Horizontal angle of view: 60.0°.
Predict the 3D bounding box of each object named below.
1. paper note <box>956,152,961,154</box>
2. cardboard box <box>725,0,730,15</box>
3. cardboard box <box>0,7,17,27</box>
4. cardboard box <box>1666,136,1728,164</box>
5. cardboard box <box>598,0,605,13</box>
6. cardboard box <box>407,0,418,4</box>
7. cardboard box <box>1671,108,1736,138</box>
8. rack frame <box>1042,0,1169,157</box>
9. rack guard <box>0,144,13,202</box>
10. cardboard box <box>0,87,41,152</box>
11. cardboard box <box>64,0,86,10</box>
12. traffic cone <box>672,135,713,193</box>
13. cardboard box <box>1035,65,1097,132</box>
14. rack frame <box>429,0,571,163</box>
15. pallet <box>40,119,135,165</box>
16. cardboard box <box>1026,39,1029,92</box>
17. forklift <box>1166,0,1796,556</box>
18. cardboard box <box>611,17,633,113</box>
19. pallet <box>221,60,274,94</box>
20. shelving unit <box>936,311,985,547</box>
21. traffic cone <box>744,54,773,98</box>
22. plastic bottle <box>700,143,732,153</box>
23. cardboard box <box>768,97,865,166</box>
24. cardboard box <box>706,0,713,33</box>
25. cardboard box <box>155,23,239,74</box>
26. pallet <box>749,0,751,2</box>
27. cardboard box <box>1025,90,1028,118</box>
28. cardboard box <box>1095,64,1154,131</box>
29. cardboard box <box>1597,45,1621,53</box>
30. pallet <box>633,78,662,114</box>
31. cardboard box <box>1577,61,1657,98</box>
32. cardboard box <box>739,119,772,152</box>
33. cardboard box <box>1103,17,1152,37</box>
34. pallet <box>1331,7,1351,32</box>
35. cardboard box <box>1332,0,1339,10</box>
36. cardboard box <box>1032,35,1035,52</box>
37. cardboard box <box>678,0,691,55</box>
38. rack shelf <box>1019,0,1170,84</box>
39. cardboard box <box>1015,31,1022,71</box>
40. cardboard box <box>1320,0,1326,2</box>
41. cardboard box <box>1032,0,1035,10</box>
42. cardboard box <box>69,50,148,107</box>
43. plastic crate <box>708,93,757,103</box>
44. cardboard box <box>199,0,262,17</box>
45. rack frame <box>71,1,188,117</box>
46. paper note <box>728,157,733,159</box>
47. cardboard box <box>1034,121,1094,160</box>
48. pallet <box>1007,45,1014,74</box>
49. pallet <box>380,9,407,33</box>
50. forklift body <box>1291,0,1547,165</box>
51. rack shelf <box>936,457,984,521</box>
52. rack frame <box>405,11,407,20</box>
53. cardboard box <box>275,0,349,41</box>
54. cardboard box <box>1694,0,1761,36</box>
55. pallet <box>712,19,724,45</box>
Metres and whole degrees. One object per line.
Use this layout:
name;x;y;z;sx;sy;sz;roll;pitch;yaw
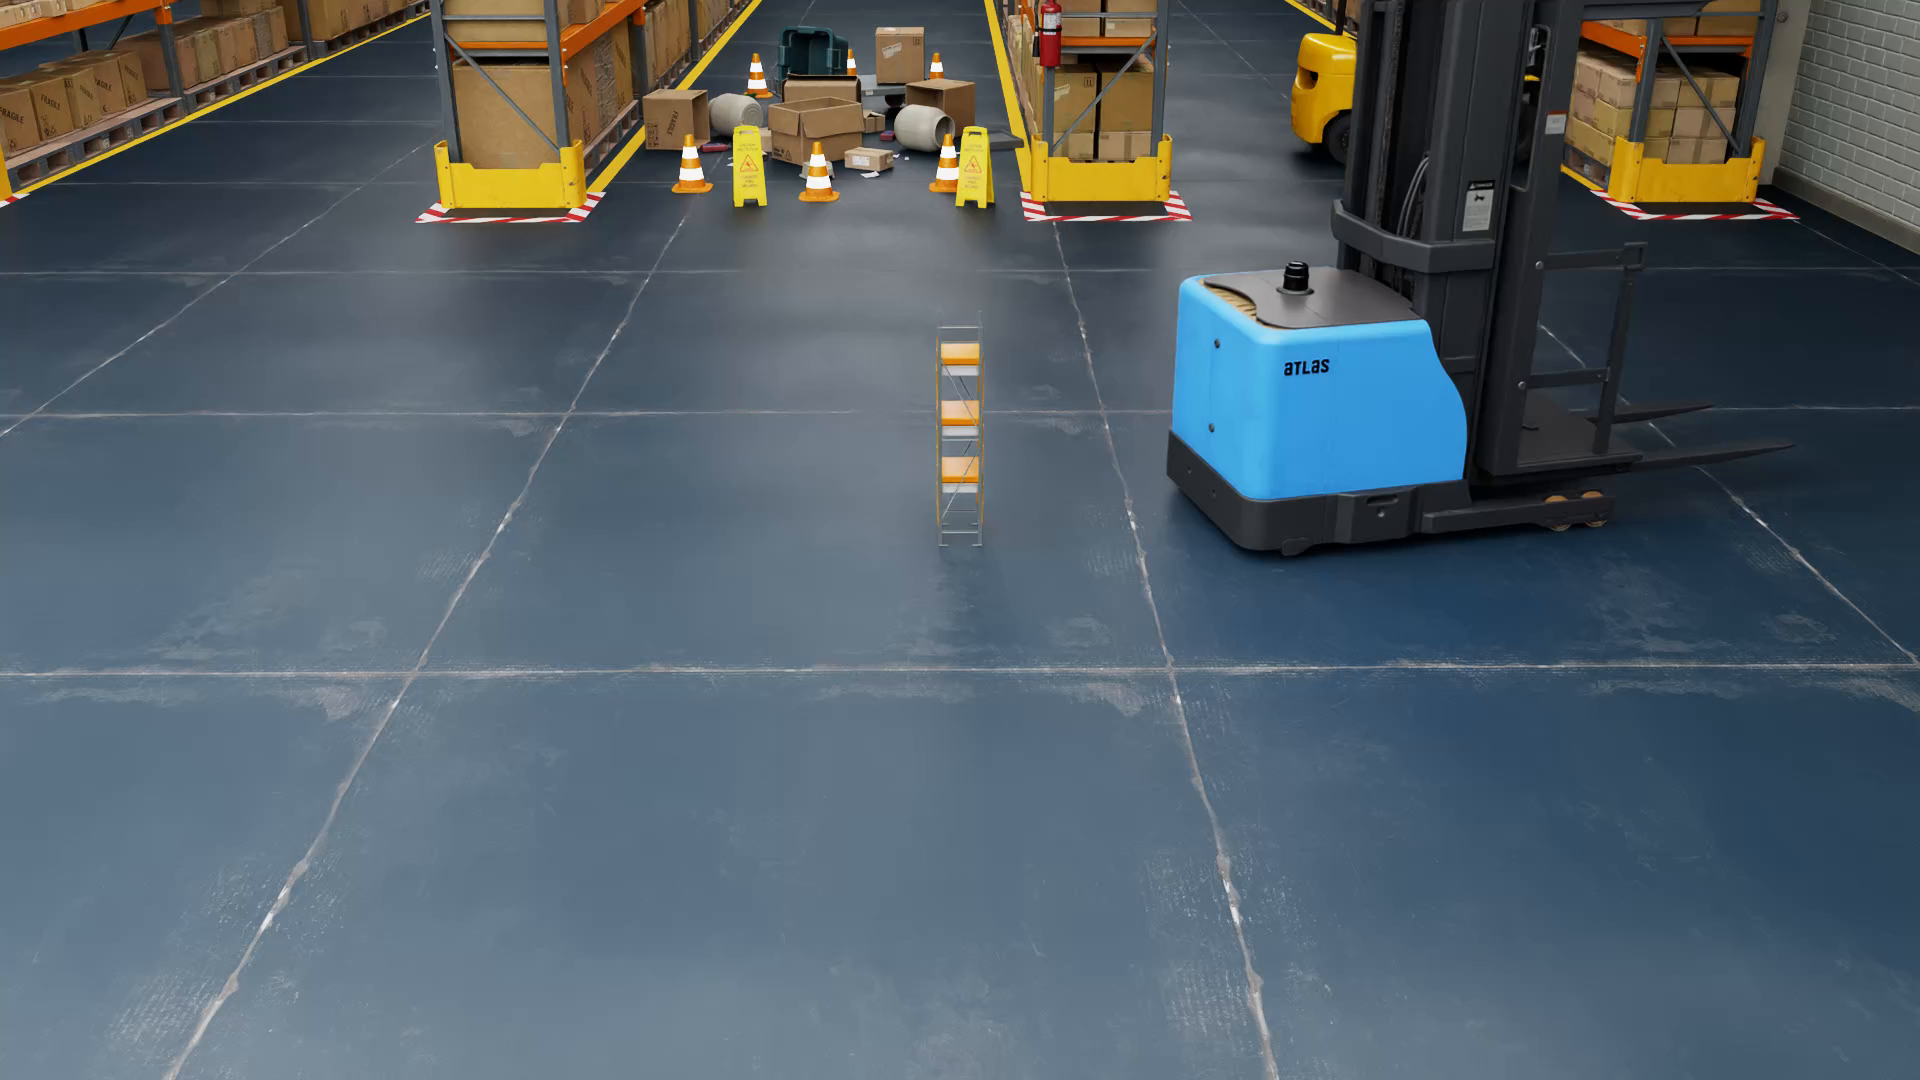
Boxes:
paper note;0.040;-3.707;15.909;0.142;0.019;0.148;-9;26;-19
cardboard box;-3.624;-7.907;24.117;0.500;0.500;0.500;-1;24;-2
cardboard box;-8.473;-4.546;14.467;0.380;0.149;0.250;0;24;-1
cardboard box;6.349;-3.443;14.550;0.500;0.250;0.500;0;24;0
cardboard box;-3.758;-5.111;15.228;0.875;0.550;0.500;0;24;-1
cardboard box;-8.772;-8.673;25.356;0.875;0.875;0.875;0;24;-1
cardboard box;6.362;-3.662;14.428;0.500;0.250;0.500;0;24;0
rack frame;1.196;-4.278;13.568;1.000;3.000;0.127;0;24;-1
rack guard;-8.714;-3.125;14.054;1.175;0.500;0.348;0;24;-1
cardboard box;-8.744;-3.789;15.012;0.500;0.500;0.500;6;25;13
cardboard box;-8.459;-5.061;15.606;0.380;0.149;0.250;0;24;-1
traffic cone;-2.339;-3.283;14.448;0.336;0.463;0.334;0;24;-1
cardboard box;0.926;-3.887;14.621;0.500;0.500;0.500;0;24;0
rack frame;-3.753;-4.214;13.427;1.000;3.000;0.127;0;24;-1
pallet;-8.698;-3.830;15.963;1.003;0.211;1.213;0;24;-1
cardboard box;0.906;-4.741;16.510;0.500;0.500;0.500;1;24;2
forklift;2.606;-1.580;7.687;3.031;2.935;1.130;-6;25;-13
cardboard box;-3.860;-4.826;16.849;0.875;0.875;0.875;0;24;0
pallet;-8.783;-5.436;19.512;1.003;0.211;1.213;0;24;-1
shelving unit;-0.001;-0.500;7.582;0.215;1.050;0.252;0;24;-1
traffic cone;-2.301;-5.266;18.831;0.336;0.463;0.334;0;24;-1
plastic bottle;-2.354;-3.788;16.050;0.283;0.061;0.133;-9;26;-19
cardboard box;-1.355;-3.853;15.658;0.797;0.503;0.637;-19;31;-36
cardboard box;-3.602;-7.062;22.249;0.500;0.500;0.500;0;24;0
cardboard box;-8.735;-5.623;19.042;0.700;0.500;0.500;-2;24;-5
pallet;-3.953;-9.170;27.769;1.003;0.211;1.213;0;24;-1
cardboard box;0.906;-4.400;16.666;0.500;0.250;0.500;1;24;2
cardboard box;1.463;-3.901;14.653;0.500;0.500;0.500;-1;24;-2
cardboard box;6.341;-4.518;15.712;0.500;0.250;0.500;-1;24;-2
pallet;-3.880;-4.909;18.348;1.003;0.211;1.213;0;24;-1
cardboard box;5.831;-4.094;14.776;0.500;0.250;0.500;0;24;0
cardboard box;-1.936;-3.916;16.087;0.396;0.266;0.258;4;25;9
cardboard box;1.399;-4.304;13.931;0.380;0.149;0.250;0;24;0
pallet;6.075;-7.641;24.388;1.003;0.211;1.213;0;24;-1
cardboard box;5.809;-8.098;24.539;0.500;0.500;0.500;1;24;2
cardboard box;0.854;-4.546;15.290;0.380;0.149;0.250;1;24;2
cardboard box;-3.923;-6.425;20.537;1.050;0.750;0.750;-1;24;-1
rack shelf;1.174;-4.774;15.538;1.077;0.370;4.000;0;24;-1
cardboard box;1.123;-5.719;19.434;0.950;0.372;0.625;1;24;1
cardboard box;5.729;-8.367;25.559;0.380;0.149;0.250;-1;24;-2
cardboard box;0.870;-5.049;15.579;0.380;0.149;0.250;0;24;-1
cardboard box;-8.793;-4.769;17.178;0.500;0.500;0.500;-1;24;-2
plastic crate;-2.485;-4.541;17.493;0.450;0.188;0.662;3;22;31
cardboard box;-8.748;-6.438;19.935;0.500;0.250;0.500;2;24;5
rack frame;-8.757;-5.881;17.114;1.000;3.000;0.127;0;24;-1
paper note;-2.153;-3.618;15.736;0.032;0.001;0.123;13;27;27
cardboard box;0.918;-3.558;14.804;0.500;0.250;0.500;0;24;-1
pallet;1.116;-5.982;20.719;1.003;0.211;1.213;0;24;-1
pallet;-8.761;-7.590;24.275;1.003;0.211;1.213;0;24;-1
forklift body;4.314;-4.688;15.505;2.313;2.155;1.214;0;24;-1
rack shelf;-0.001;-0.238;7.701;0.215;0.259;0.240;0;24;-1
rack frame;-8.844;-9.178;24.403;1.000;3.000;0.127;0;24;-1
cardboard box;-8.788;-7.037;21.739;1.225;0.875;0.875;-1;24;-3
cardboard box;6.432;-4.552;14.054;0.500;0.500;0.500;1;24;1
pallet;-3.858;-7.063;23.111;1.003;0.211;1.213;0;24;-1
